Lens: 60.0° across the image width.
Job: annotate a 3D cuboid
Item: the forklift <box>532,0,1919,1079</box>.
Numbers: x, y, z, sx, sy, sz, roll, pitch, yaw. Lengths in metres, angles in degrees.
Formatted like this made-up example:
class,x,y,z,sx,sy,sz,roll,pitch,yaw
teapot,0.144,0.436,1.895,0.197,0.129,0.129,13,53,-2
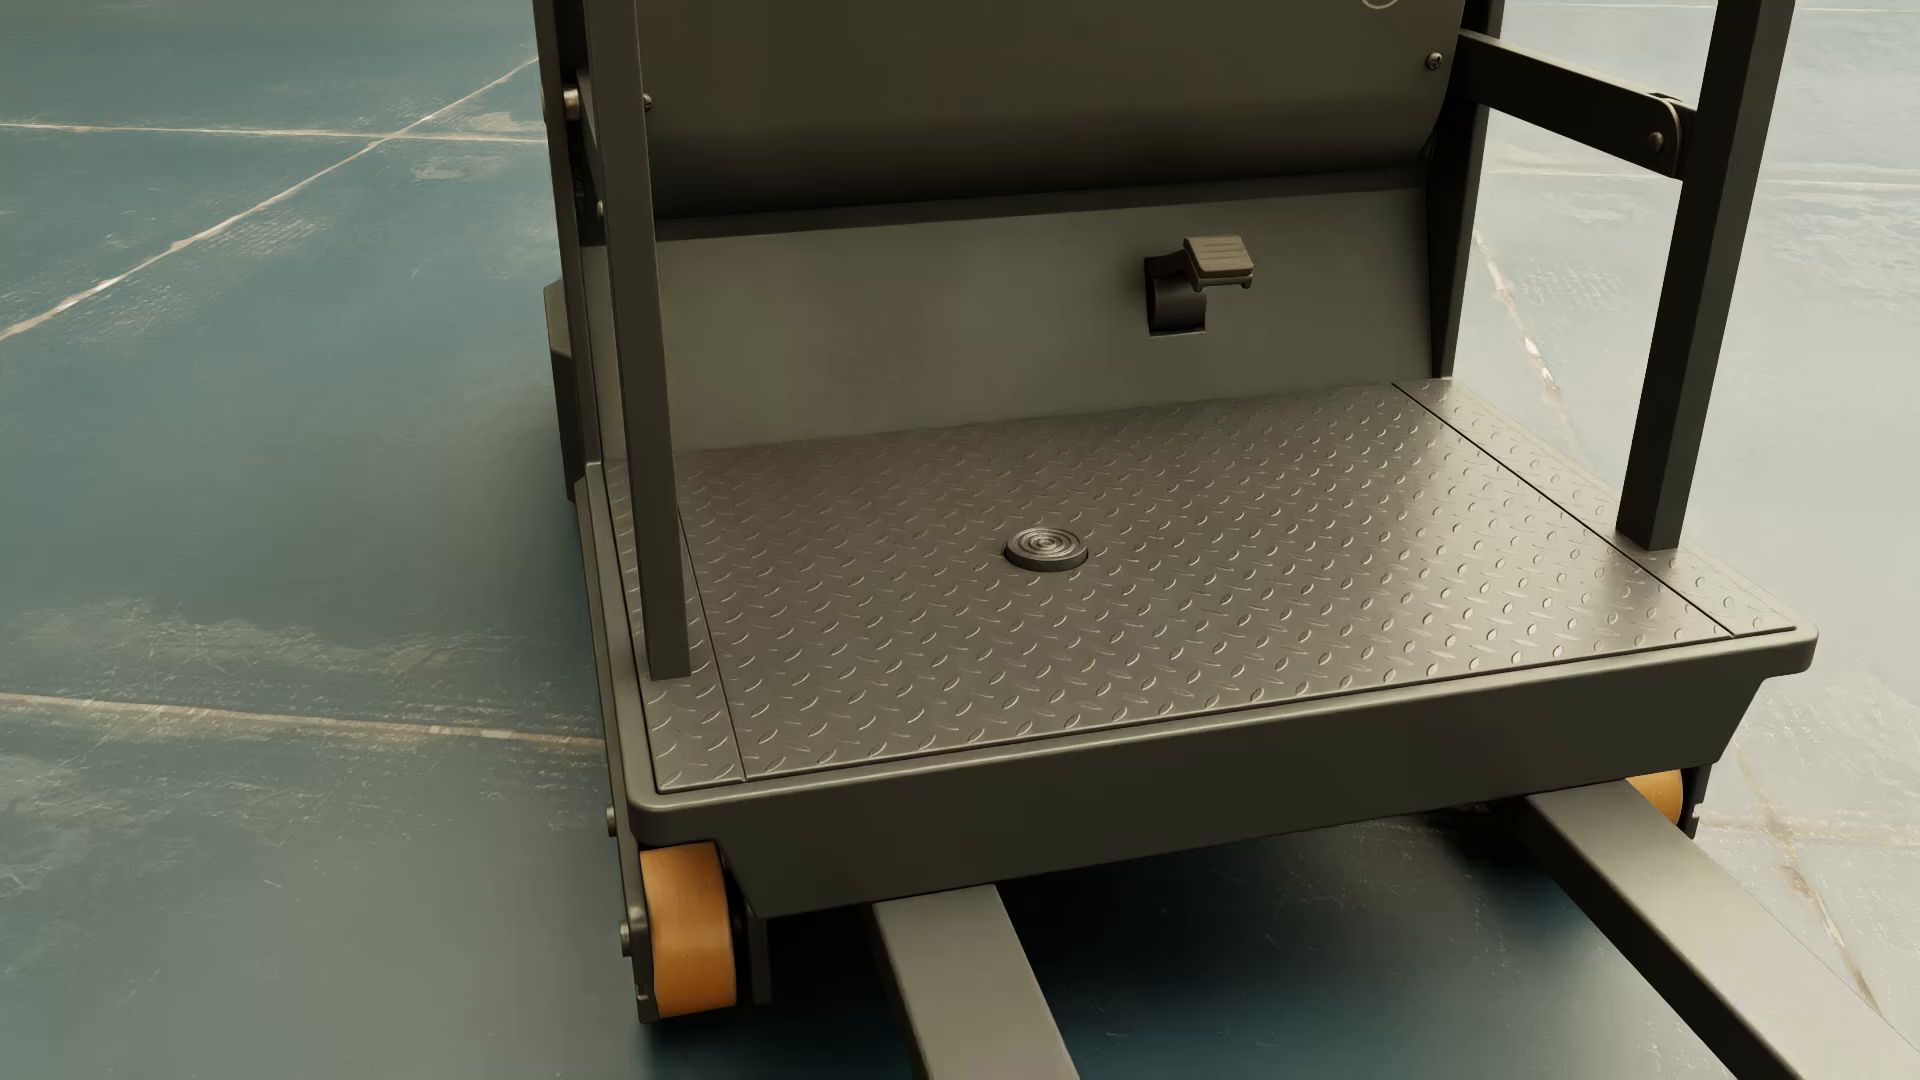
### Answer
class,x,y,z,sx,sy,sz,roll,pitch,yaw
forklift,0.153,-1.049,1.319,1.130,2.935,3.031,-7,27,-13
